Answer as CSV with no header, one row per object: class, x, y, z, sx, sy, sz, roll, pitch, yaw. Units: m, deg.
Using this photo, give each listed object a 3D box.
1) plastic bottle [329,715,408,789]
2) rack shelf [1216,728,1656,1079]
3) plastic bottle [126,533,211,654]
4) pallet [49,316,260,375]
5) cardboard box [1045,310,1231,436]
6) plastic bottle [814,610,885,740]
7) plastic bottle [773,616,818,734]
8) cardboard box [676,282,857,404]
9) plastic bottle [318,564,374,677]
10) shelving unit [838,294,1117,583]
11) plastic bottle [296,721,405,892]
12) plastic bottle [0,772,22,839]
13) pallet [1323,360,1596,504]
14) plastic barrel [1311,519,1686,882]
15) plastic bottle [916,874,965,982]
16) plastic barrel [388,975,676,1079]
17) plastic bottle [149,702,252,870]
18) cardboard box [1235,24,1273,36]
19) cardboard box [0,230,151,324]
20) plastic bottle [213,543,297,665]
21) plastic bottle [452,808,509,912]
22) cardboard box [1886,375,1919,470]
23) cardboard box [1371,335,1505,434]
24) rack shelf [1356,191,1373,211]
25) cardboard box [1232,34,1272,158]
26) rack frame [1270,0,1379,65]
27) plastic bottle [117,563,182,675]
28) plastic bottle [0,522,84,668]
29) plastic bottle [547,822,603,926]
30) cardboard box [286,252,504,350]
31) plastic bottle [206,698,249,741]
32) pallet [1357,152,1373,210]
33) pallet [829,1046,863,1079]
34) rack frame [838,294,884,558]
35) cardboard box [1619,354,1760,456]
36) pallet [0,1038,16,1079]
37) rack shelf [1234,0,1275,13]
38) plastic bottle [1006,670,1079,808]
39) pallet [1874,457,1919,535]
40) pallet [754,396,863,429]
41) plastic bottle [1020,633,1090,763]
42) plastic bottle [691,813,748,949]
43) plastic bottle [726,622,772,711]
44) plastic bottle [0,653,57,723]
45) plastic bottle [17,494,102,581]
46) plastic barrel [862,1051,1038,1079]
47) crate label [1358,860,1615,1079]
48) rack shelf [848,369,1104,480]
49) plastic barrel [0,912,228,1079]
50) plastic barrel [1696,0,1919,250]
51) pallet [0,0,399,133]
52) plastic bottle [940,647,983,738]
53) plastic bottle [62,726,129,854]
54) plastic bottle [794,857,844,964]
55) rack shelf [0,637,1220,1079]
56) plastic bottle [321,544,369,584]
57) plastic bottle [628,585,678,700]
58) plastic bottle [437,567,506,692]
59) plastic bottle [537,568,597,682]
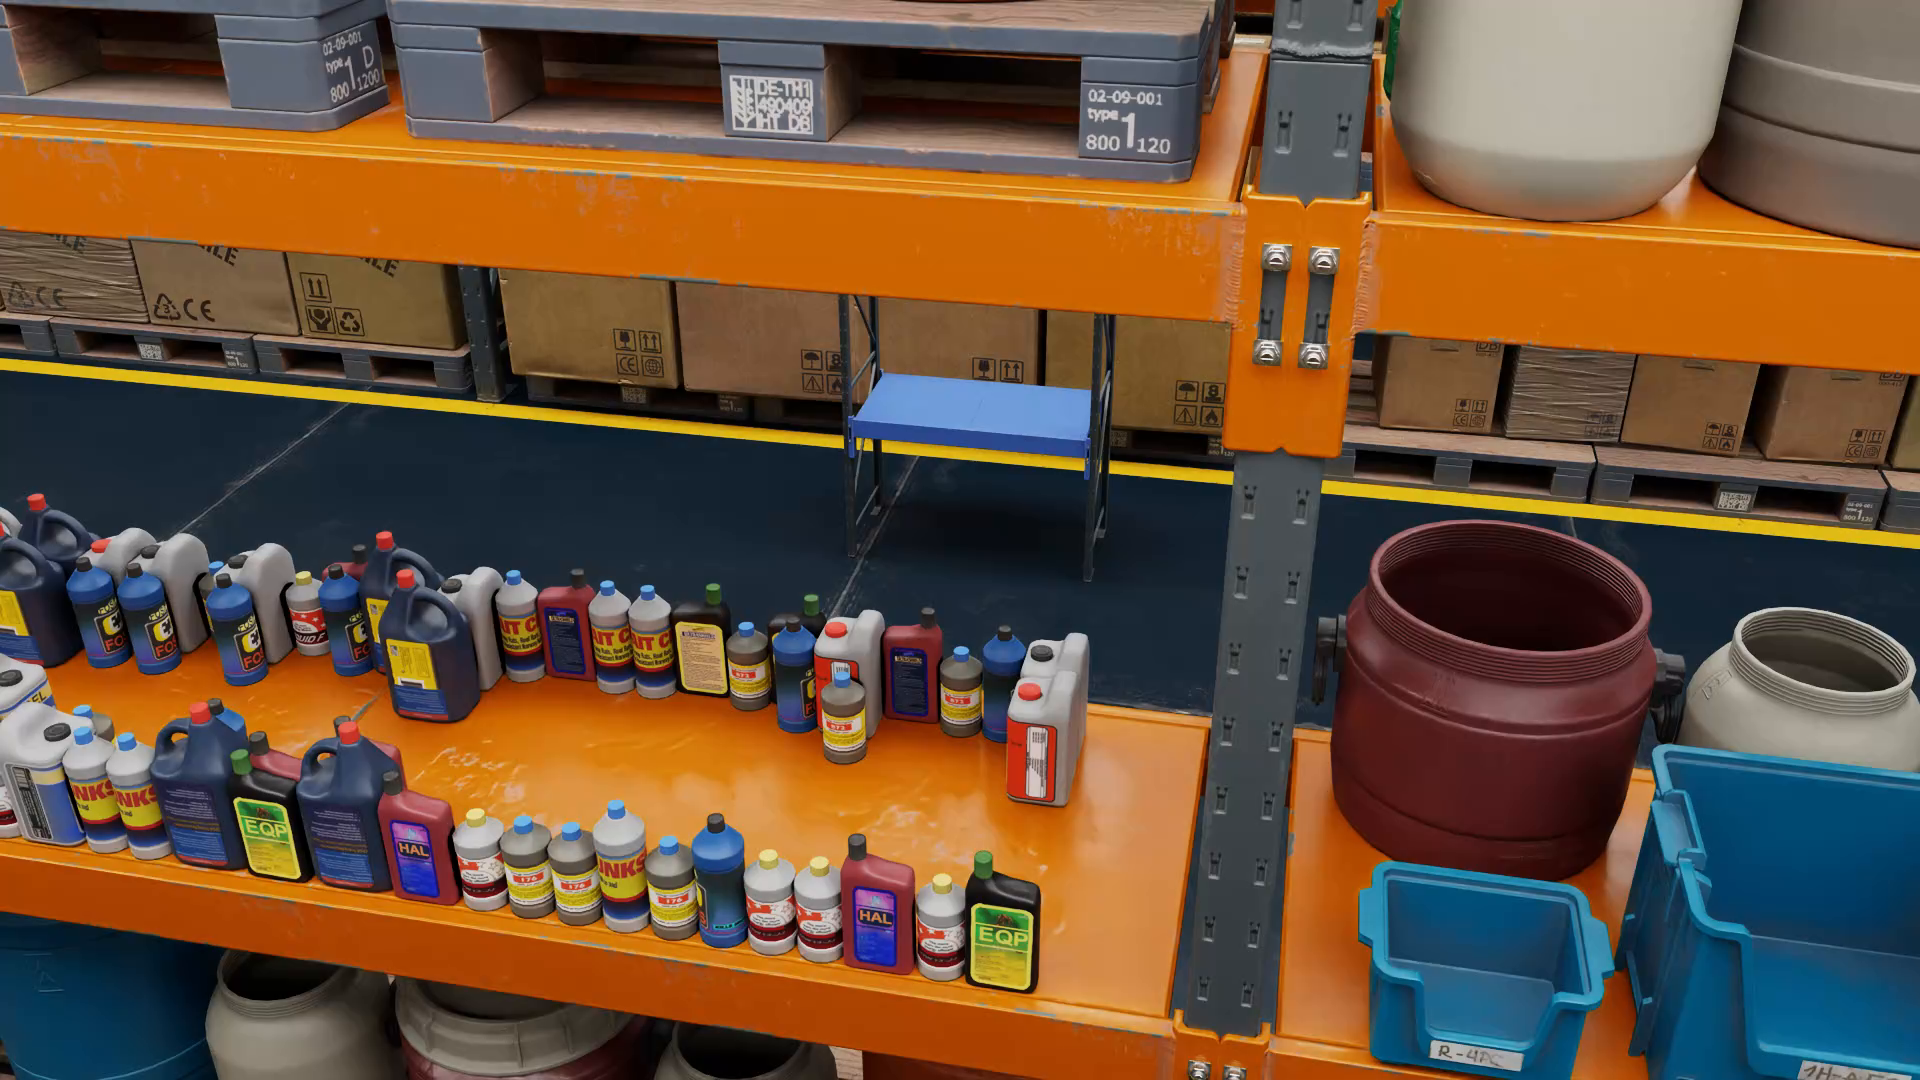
plastic bottle,-1.192,0.485,3.362,0.133,0.283,0.061,6,29,11
rack shelf,2.518,0.991,3.065,4.000,0.370,1.077,6,29,11
plastic bottle,-1.915,0.117,4.042,0.135,0.276,0.152,6,29,11
pallet,-4.240,-1.263,9.338,1.213,0.211,1.003,6,29,11
cardboard box,0.925,-1.182,8.061,0.875,0.875,1.225,5,29,8
plastic bottle,-0.247,0.288,3.730,0.135,0.276,0.152,6,29,11
plastic bottle,-0.367,0.294,3.723,0.097,0.271,0.097,0,29,0
cardboard box,-0.812,-1.360,8.386,0.875,0.875,1.225,5,29,9
plastic bottle,-1.452,0.183,3.926,0.097,0.271,0.097,0,29,0
shelving unit,0.083,-0.649,6.874,1.048,1.500,0.538,6,29,11
plastic bottle,-1.188,0.506,3.253,0.185,0.351,0.144,6,29,11
plastic bottle,-1.964,0.504,3.413,0.097,0.201,0.097,0,29,0
pallet,2.360,-0.549,8.032,1.213,0.211,1.003,6,29,11
plastic barrel,1.079,0.320,3.401,0.708,0.536,0.600,6,29,11
plastic bottle,-0.032,0.702,3.051,0.097,0.201,0.097,0,29,0
plastic barrel,-1.025,1.194,4.019,0.708,0.588,0.600,6,29,11
plastic bottle,-1.499,0.474,3.311,0.185,0.351,0.144,6,29,11
cardboard box,2.007,-3.532,11.963,0.500,0.250,0.500,5,29,9
cardboard box,-4.695,-1.788,9.167,0.875,0.875,0.875,6,29,11
plastic bottle,-1.688,0.140,4.000,0.135,0.276,0.152,6,29,11
plastic bottle,-0.924,0.610,3.218,0.097,0.201,0.097,0,29,0
cardboard box,4.449,-0.675,7.504,0.500,0.500,0.700,6,29,10
cardboard box,2.255,-0.890,7.896,0.500,0.500,0.700,4,29,8
rack shelf,3.552,-1.335,7.314,4.000,0.370,1.077,6,29,11
cardboard box,1.177,-2.071,7.806,0.500,0.500,0.500,7,29,12
rack frame,0.562,-2.156,1.818,0.127,3.000,1.000,6,29,11
plastic bottle,-1.923,0.179,3.933,0.097,0.271,0.097,0,29,0
plastic bottle,-2.232,0.120,3.958,0.185,0.351,0.144,6,29,11
plastic bottle,-0.734,0.630,3.183,0.097,0.201,0.097,0,29,0
cardboard box,-2.945,-1.608,8.839,0.875,0.875,0.875,6,29,11
plastic bottle,-1.517,0.448,3.442,0.097,0.271,0.097,0,29,0
pallet,2.315,-1.745,7.514,1.003,0.211,1.213,6,29,11
pallet,-0.218,1.639,4.037,1.213,0.211,1.003,6,29,11
rack frame,-0.414,-0.700,6.967,0.032,1.500,0.500,6,29,11
cardboard box,3.356,-0.786,7.708,0.500,0.500,0.700,8,30,15
pallet,-2.604,1.394,4.484,1.213,0.211,1.003,6,29,11
rack shelf,0.775,-4.055,12.283,4.000,0.370,1.077,6,29,11
plastic bottle,0.174,0.406,3.514,0.135,0.276,0.152,6,29,11
pallet,4.746,-0.304,7.586,1.213,0.211,1.003,6,29,11
pallet,-0.349,-0.866,8.611,1.213,0.211,1.003,6,29,11
plastic bottle,0.206,0.334,3.645,0.135,0.276,0.152,6,29,11
plastic bottle,-0.448,0.629,3.112,0.097,0.271,0.097,0,29,0
plastic bottle,-0.485,0.283,3.817,0.097,0.201,0.097,0,29,0
plastic bottle,-2.040,0.375,3.570,0.135,0.276,0.152,6,29,11
plastic bottle,-2.202,0.053,4.082,0.185,0.351,0.144,6,29,11
plastic barrel,0.080,1.202,3.754,0.708,0.830,0.600,6,29,11
crate label,0.895,0.767,2.900,0.416,0.233,0.303,6,29,11
rack shelf,0.083,-0.492,6.961,1.000,0.185,0.538,6,29,11
plastic barrel,-2.129,0.944,4.150,0.708,0.901,0.600,6,29,11
plastic barrel,1.319,-0.876,2.081,0.600,0.901,0.600,0,29,0
pallet,-1.453,-1.014,3.051,1.213,0.211,1.003,6,29,11
plastic bottle,0.003,0.333,3.725,0.097,0.201,0.097,0,29,0
plastic bottle,-1.737,0.496,3.354,0.097,0.271,0.097,0,29,0
plastic bottle,-0.258,0.679,3.093,0.097,0.201,0.097,0,29,0
rack shelf,-1.394,0.590,3.798,4.000,0.370,1.077,6,29,11
plastic bottle,-1.453,0.139,3.995,0.133,0.283,0.061,6,29,11
plastic bottle,-0.710,0.229,3.842,0.097,0.271,0.097,0,29,0
plastic bottle,-1.150,0.195,3.899,0.135,0.276,0.152,6,29,11
plastic bottle,-0.915,0.194,3.894,0.133,0.283,0.061,6,29,11
